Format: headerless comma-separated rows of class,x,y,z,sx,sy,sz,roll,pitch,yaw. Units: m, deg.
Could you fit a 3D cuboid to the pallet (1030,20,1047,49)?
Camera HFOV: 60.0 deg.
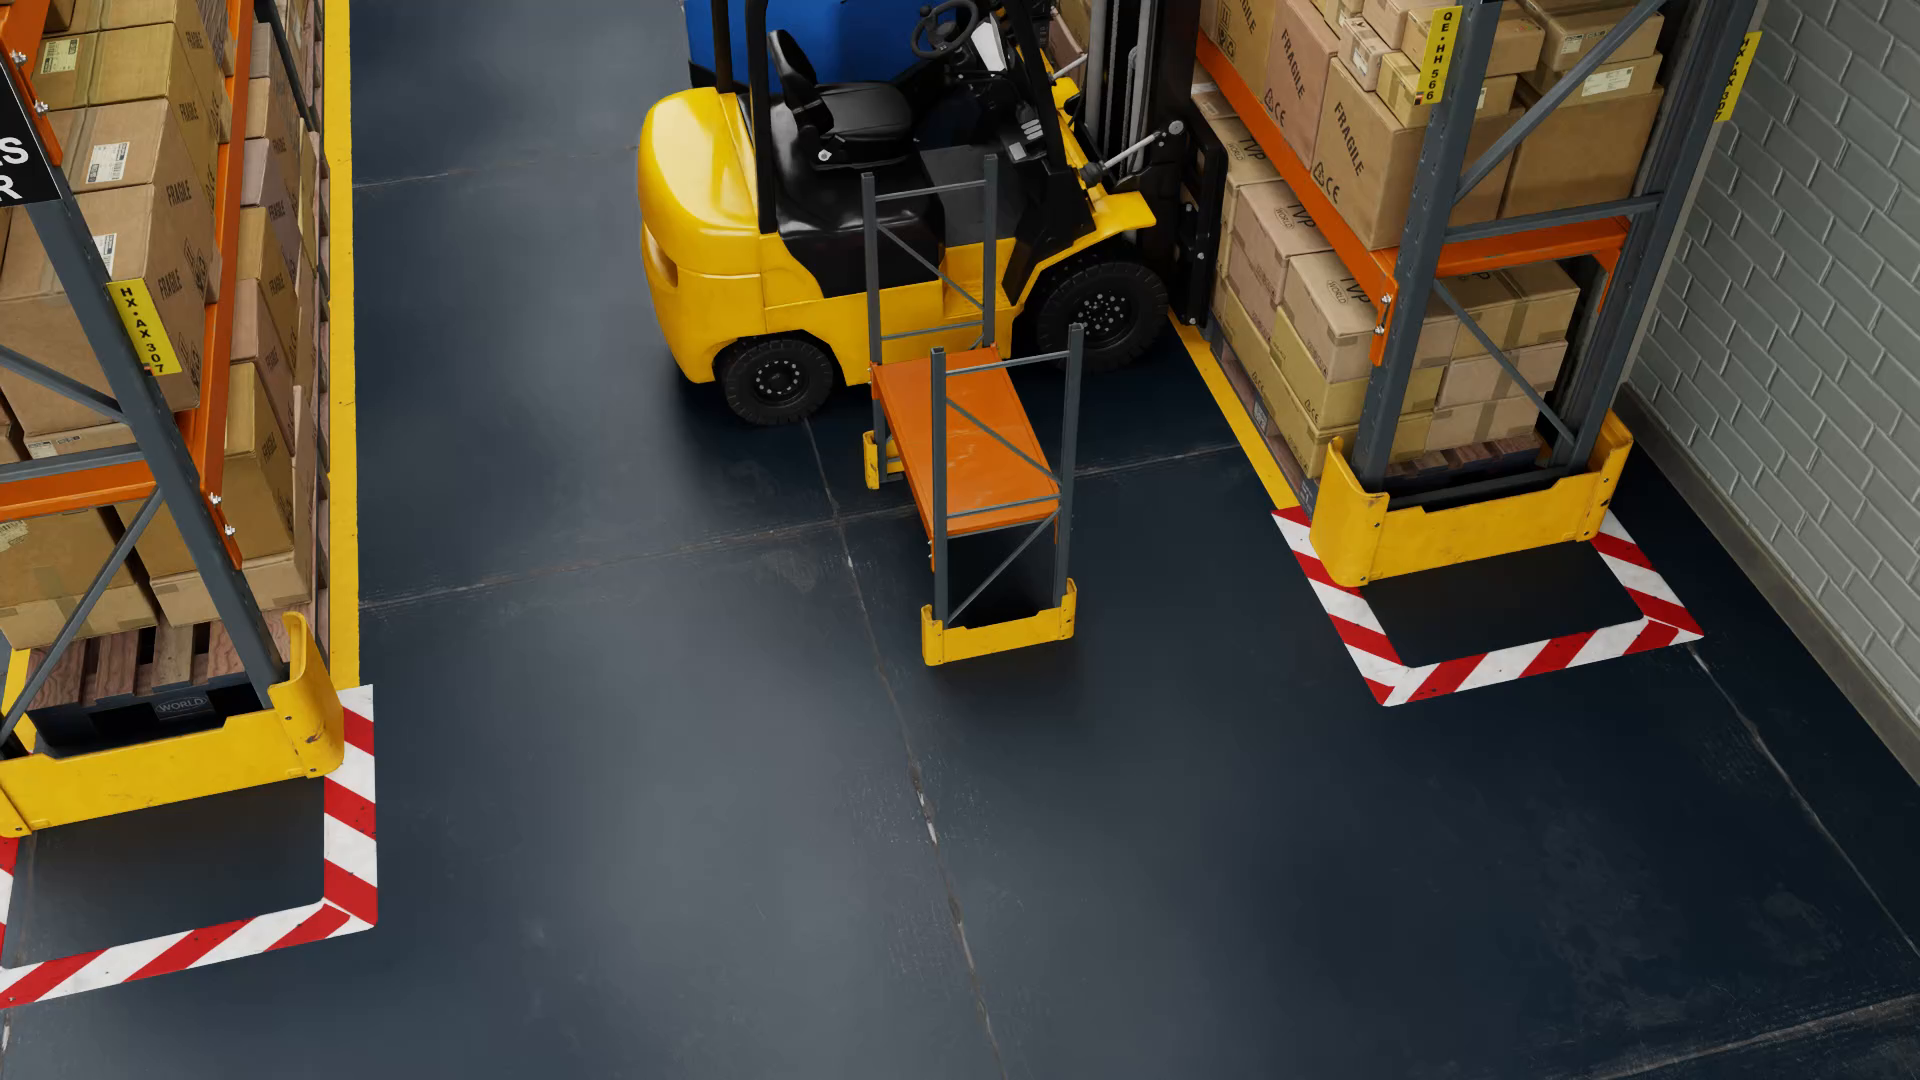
pallet,0.756,-3.382,9.916,1.003,0.211,1.213,-11,47,-10

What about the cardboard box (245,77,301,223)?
cardboard box,-3.272,-1.683,7.405,0.500,0.500,0.500,-10,46,-10

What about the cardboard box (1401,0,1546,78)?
cardboard box,1.711,-1.669,5.553,0.380,0.149,0.250,-11,47,-10

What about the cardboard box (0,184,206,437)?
cardboard box,-2.644,-0.701,5.059,0.500,0.500,0.500,-11,47,-11

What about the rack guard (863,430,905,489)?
rack guard,-0.108,-0.379,6.946,0.587,0.250,0.087,-11,47,-10

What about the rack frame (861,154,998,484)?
rack frame,-0.108,-0.817,6.501,0.500,1.500,0.032,-11,47,-10

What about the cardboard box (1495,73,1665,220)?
cardboard box,2.148,-1.522,6.071,0.500,0.500,0.500,-9,46,-9

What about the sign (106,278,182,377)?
sign,-2.267,-0.587,4.618,0.100,0.325,0.005,-11,47,-10

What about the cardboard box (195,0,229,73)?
cardboard box,-3.185,-2.112,6.441,0.500,0.500,0.500,-10,46,-9

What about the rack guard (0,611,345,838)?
rack guard,-2.811,0.638,5.774,1.175,0.500,0.348,-11,47,-10

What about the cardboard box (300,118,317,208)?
cardboard box,-3.404,-1.771,8.017,0.500,0.250,0.500,-9,46,-9

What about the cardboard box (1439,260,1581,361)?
cardboard box,2.066,-0.995,6.556,0.500,0.250,0.500,-11,47,-11

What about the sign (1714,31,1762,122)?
sign,2.544,-1.522,5.480,0.100,0.325,0.005,-11,47,-10

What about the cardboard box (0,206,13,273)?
cardboard box,-3.133,-0.986,4.638,0.700,0.500,0.500,-12,47,-11

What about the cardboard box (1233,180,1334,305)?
cardboard box,1.450,-1.241,6.797,0.500,0.250,0.500,-10,46,-10

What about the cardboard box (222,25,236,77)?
cardboard box,-3.175,-1.991,6.777,0.380,0.149,0.250,-11,47,-11

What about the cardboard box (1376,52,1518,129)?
cardboard box,1.647,-1.545,5.639,0.380,0.149,0.250,-10,46,-10

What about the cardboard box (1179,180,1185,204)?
cardboard box,1.184,-1.780,7.675,0.500,0.250,0.500,-11,47,-10

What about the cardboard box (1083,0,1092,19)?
cardboard box,0.924,-2.644,8.172,0.500,0.250,0.500,-11,47,-10

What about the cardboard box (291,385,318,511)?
cardboard box,-2.854,-0.330,6.604,0.500,0.250,0.500,-9,46,-9

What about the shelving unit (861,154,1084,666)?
shelving unit,0.020,-0.472,6.163,0.587,1.500,1.083,-11,47,-10

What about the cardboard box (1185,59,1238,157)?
cardboard box,1.189,-1.939,7.481,0.500,0.250,0.500,-12,47,-11

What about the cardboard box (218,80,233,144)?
cardboard box,-3.037,-1.638,6.431,0.380,0.149,0.250,-10,46,-10

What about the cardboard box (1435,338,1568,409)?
cardboard box,2.087,-0.817,6.731,0.500,0.250,0.500,-10,46,-10

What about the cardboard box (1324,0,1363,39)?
cardboard box,1.545,-1.906,5.993,0.380,0.149,0.250,-10,46,-10

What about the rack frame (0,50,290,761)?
rack frame,-2.791,-0.184,4.830,1.000,3.000,0.127,-11,47,-10

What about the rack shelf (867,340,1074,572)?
rack shelf,0.022,-0.340,6.285,0.538,0.185,1.000,-11,47,-10

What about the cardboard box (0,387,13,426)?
cardboard box,-3.196,-0.648,5.006,0.500,0.500,0.500,-11,47,-11

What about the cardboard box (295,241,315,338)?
cardboard box,-3.132,-1.054,7.314,0.500,0.250,0.500,-10,46,-10

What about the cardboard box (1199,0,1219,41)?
cardboard box,1.232,-2.480,7.010,0.500,0.500,0.500,-10,46,-10

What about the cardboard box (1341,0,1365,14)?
cardboard box,1.525,-2.010,5.887,0.380,0.149,0.250,-10,46,-9

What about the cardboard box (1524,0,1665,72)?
cardboard box,2.127,-1.731,5.614,0.380,0.149,0.250,-12,47,-11

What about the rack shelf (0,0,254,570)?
rack shelf,-3.303,-1.313,6.440,1.077,0.370,4.000,-11,47,-10

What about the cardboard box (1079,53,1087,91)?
cardboard box,0.931,-2.298,8.533,0.500,0.250,0.500,-12,47,-11

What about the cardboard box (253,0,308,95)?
cardboard box,-3.952,-2.535,8.680,0.950,0.372,0.625,-10,46,-10

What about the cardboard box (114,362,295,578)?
cardboard box,-2.737,-0.255,6.006,0.500,0.500,0.500,-12,47,-12

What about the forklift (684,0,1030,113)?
forklift,-0.168,-4.011,8.628,1.130,2.935,3.031,28,52,24

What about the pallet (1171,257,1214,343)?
pallet,1.461,-1.479,8.052,1.003,0.211,1.213,-11,47,-10

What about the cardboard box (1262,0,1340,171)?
cardboard box,1.503,-1.781,6.325,0.500,0.500,0.500,-9,46,-9

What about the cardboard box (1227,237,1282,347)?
cardboard box,1.462,-1.081,6.990,0.500,0.250,0.500,-11,47,-11

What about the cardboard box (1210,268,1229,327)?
cardboard box,1.343,-1.238,7.494,0.500,0.250,0.500,-10,46,-10

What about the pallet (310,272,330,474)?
pallet,-3.293,-0.669,7.258,1.003,0.211,1.213,-11,47,-10

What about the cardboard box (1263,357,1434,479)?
cardboard box,1.581,-0.546,6.816,0.500,0.250,0.500,-10,46,-10

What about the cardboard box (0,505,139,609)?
cardboard box,-3.248,-0.137,5.890,0.500,0.500,0.500,-10,46,-10

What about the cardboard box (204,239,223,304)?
cardboard box,-2.766,-0.922,5.729,0.380,0.149,0.250,-10,46,-10

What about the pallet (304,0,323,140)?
pallet,-4.016,-2.507,9.059,1.003,0.211,1.213,-11,47,-10

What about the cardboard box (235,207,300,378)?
cardboard box,-2.995,-0.963,6.700,0.500,0.500,0.500,-10,46,-10

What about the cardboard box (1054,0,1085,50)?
cardboard box,0.808,-2.825,8.700,0.500,0.250,0.500,-11,47,-11

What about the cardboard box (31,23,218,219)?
cardboard box,-2.912,-1.410,5.753,0.500,0.500,0.500,-12,47,-11

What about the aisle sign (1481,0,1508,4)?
aisle sign,1.739,-1.905,4.697,0.394,0.787,0.004,-11,47,-10

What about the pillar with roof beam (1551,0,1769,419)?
pillar with roof beam,-1.462,-3.053,3.441,9.100,9.000,0.400,-11,47,-10

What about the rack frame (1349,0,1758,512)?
rack frame,2.006,-1.094,5.722,1.000,3.000,0.127,-11,47,-10
